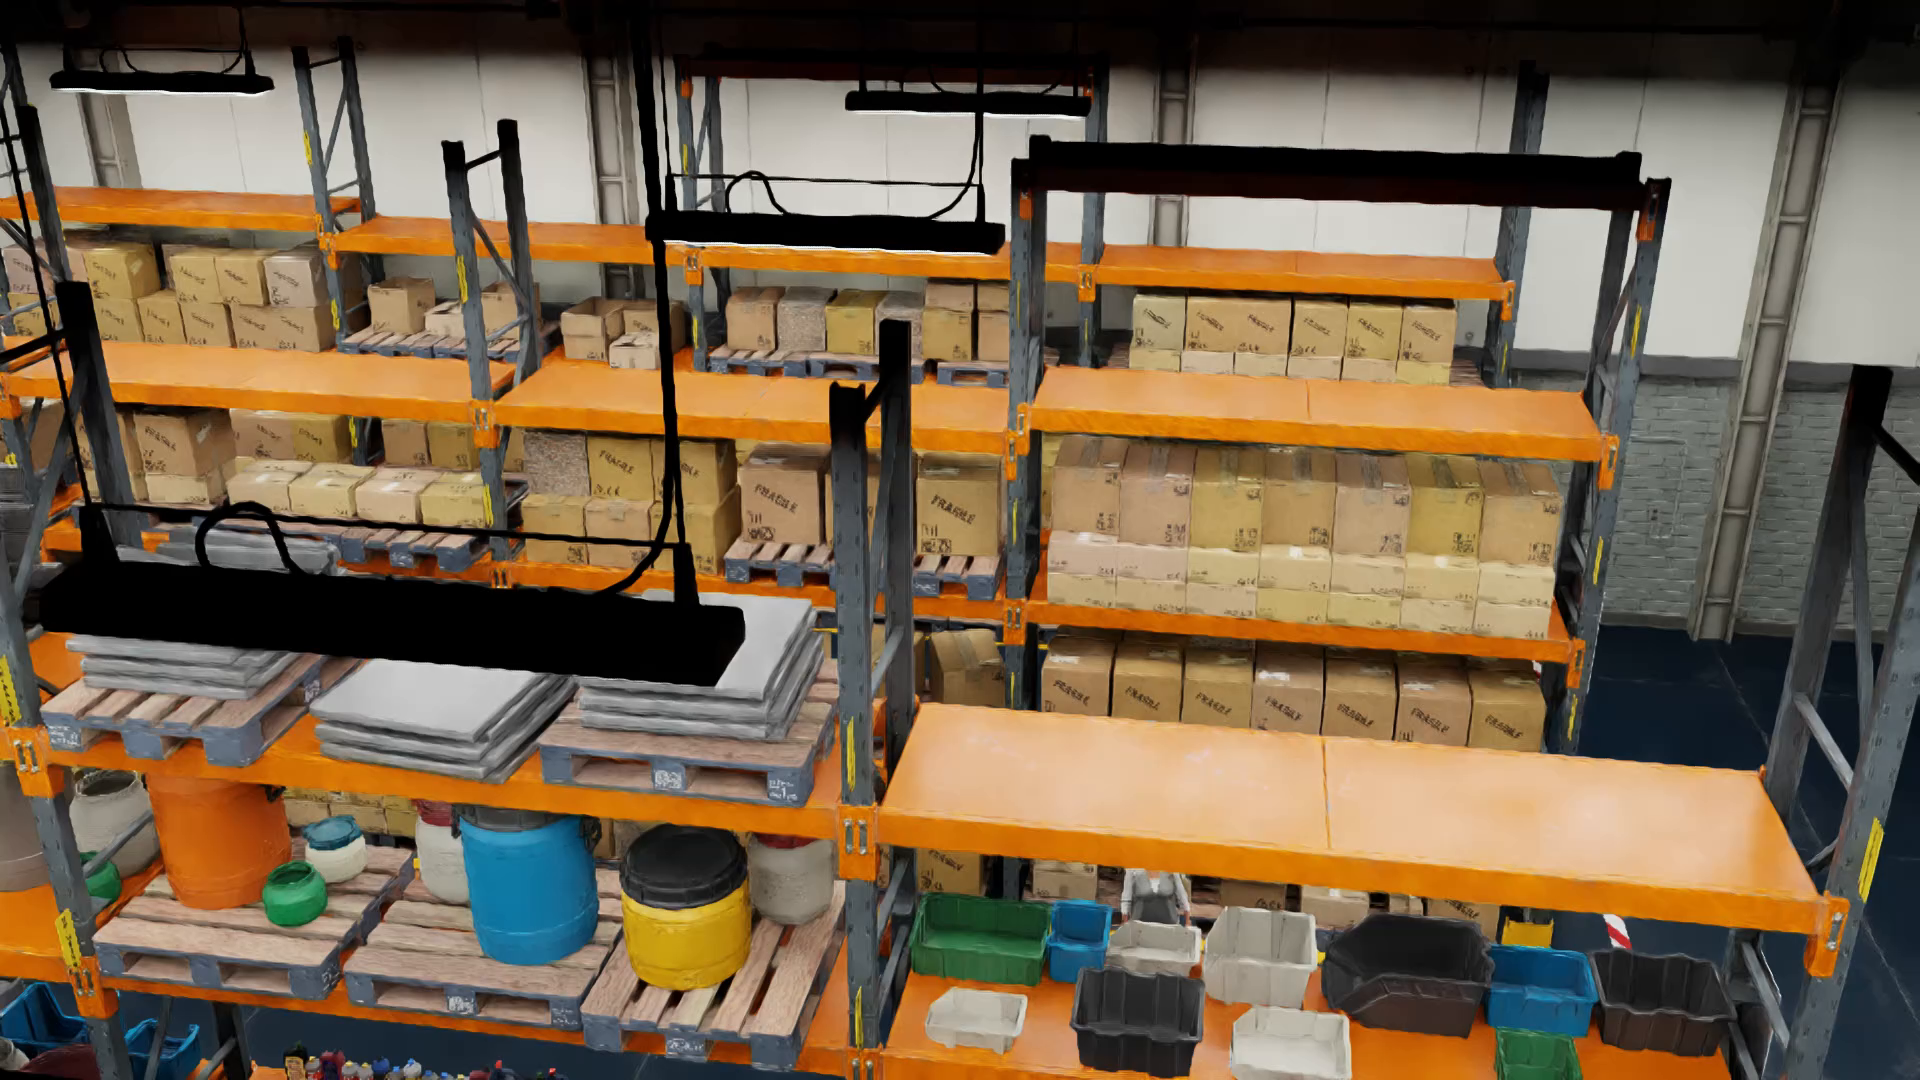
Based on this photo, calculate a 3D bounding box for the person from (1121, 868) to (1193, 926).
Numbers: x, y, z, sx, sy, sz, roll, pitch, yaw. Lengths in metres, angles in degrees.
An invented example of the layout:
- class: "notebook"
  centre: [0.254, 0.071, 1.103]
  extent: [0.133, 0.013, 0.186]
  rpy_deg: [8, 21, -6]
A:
- class: "person"
  centre: [1.383, 2.748, 11.802]
  extent: [0.559, 1.605, 0.341]
  rpy_deg: [0, 23, -1]
